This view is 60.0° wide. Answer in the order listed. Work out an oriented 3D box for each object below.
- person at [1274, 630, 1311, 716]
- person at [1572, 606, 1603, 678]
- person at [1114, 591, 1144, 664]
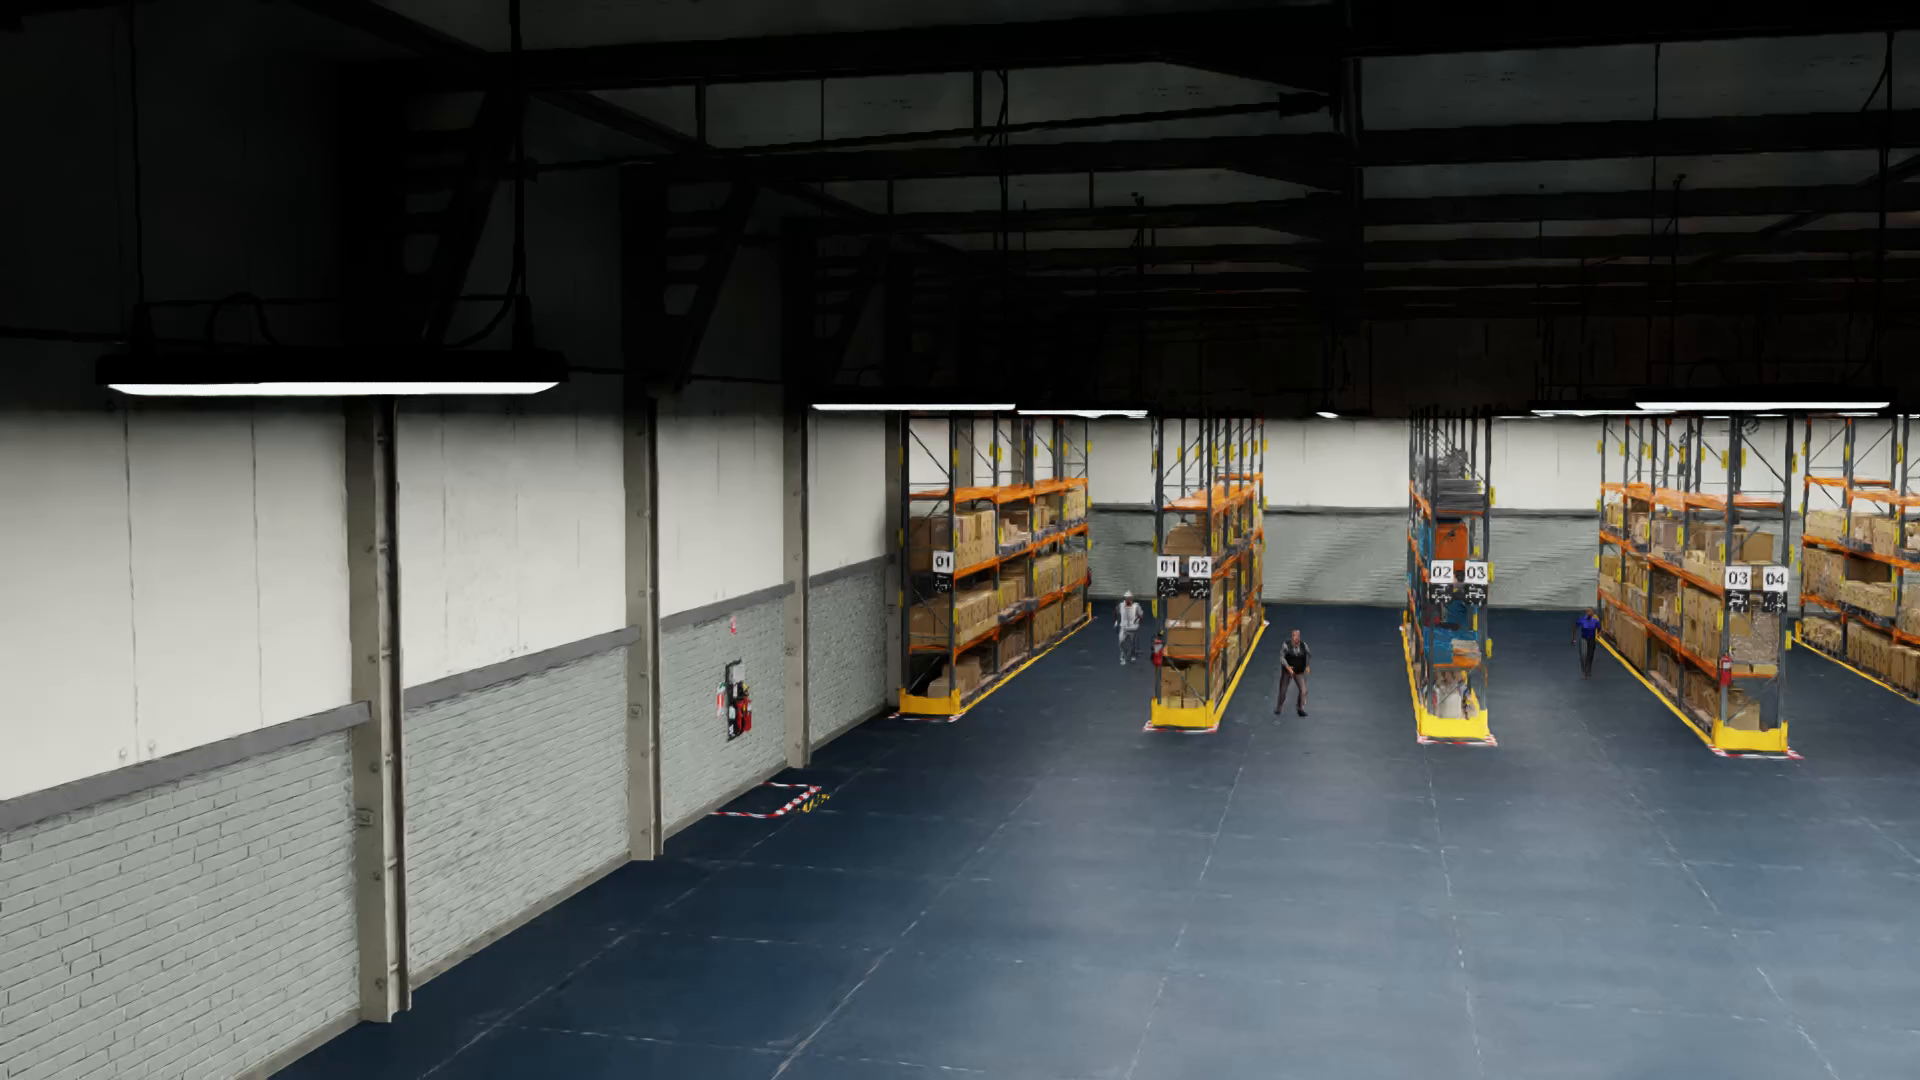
[{"bbox_3d":[6.488,2.569,32.326,0.708,1.679,0.645,0,4,2],"label":"person"},{"bbox_3d":[14.048,2.262,37.208,0.599,1.585,0.846,1,4,8],"label":"person"},{"bbox_3d":[3.977,2.049,39.231,0.721,1.705,0.873,1,4,11],"label":"person"}]
